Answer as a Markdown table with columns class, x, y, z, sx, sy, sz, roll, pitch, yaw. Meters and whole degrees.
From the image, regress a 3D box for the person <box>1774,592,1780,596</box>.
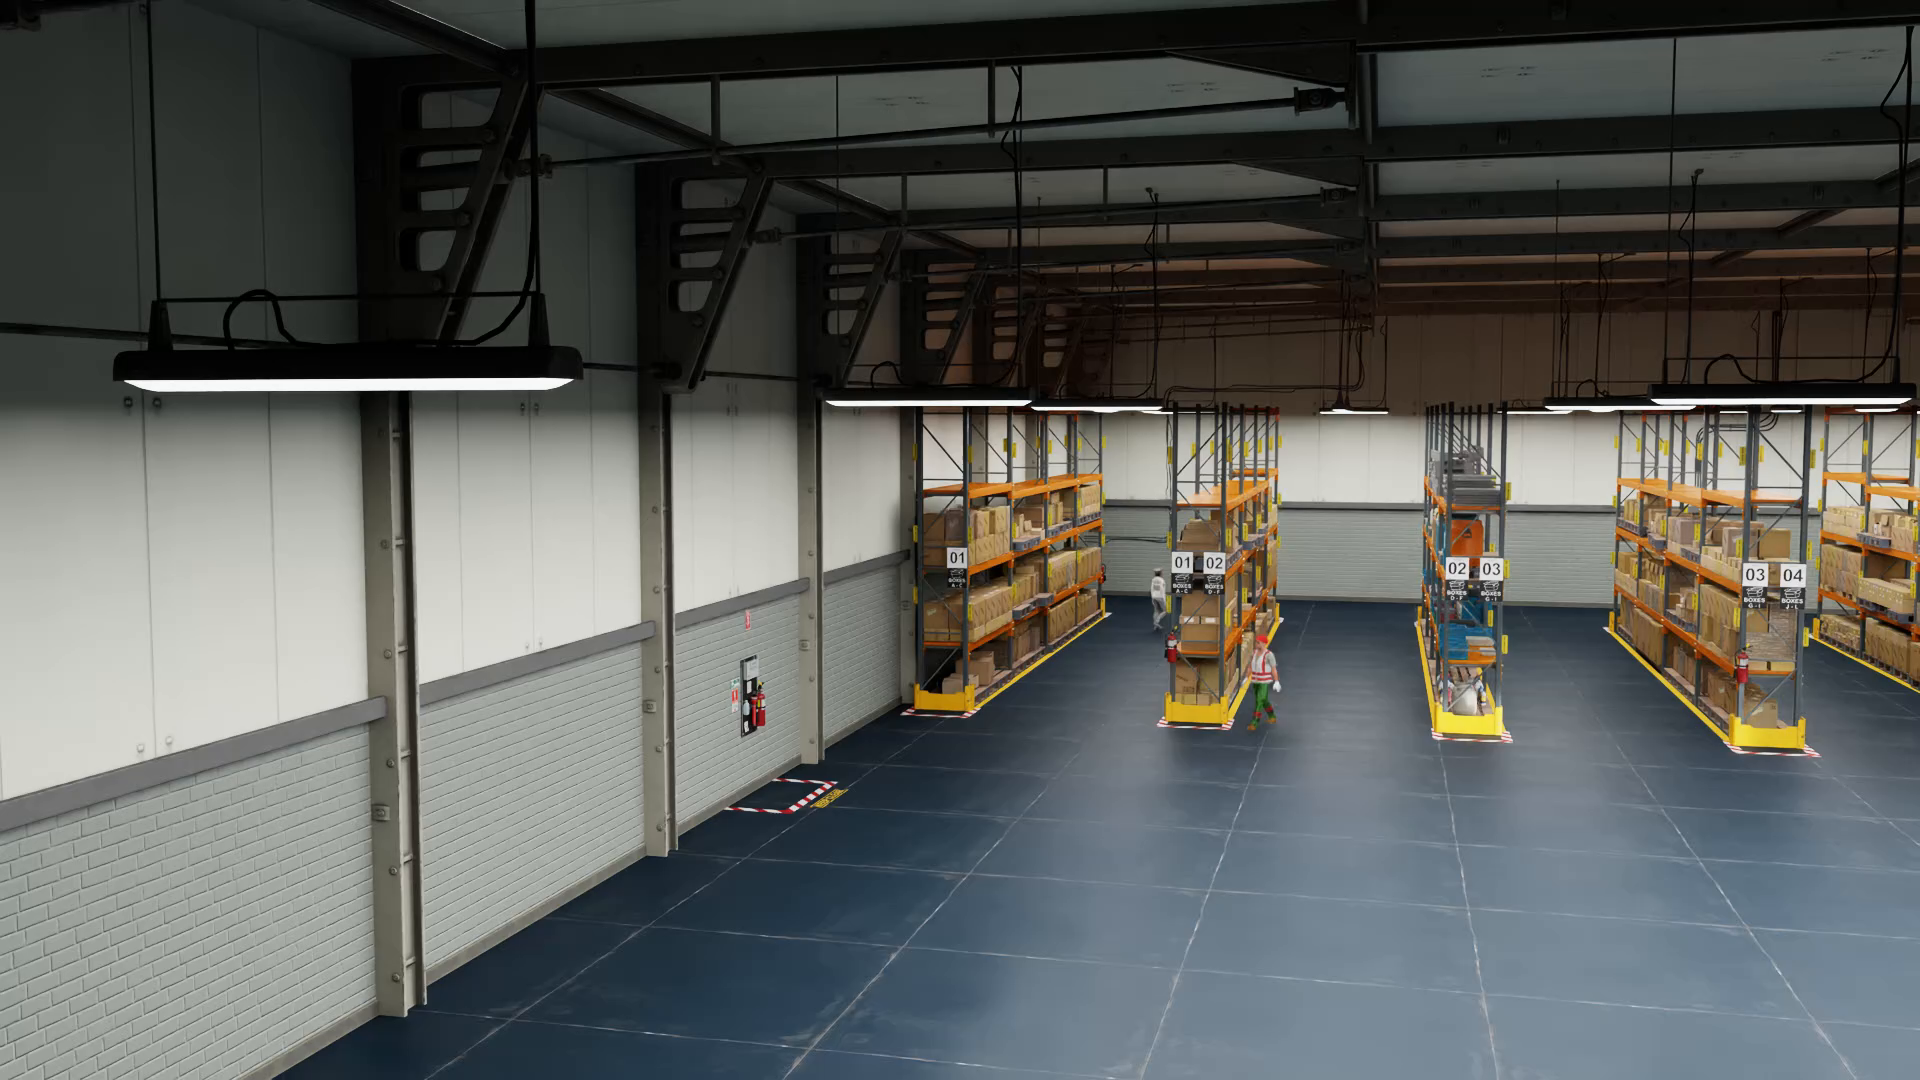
| class | x | y | z | sx | sy | sz | roll | pitch | yaw |
| --- | --- | --- | --- | --- | --- | --- | --- | --- | --- |
| person | 21.688 | 1.613 | 43.946 | 0.552 | 1.840 | 0.621 | -2 | 5 | -24 |

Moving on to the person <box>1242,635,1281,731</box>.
| class | x | y | z | sx | sy | sz | roll | pitch | yaw |
| --- | --- | --- | --- | --- | --- | --- | --- | --- | --- |
| person | 5.500 | 2.598 | 30.472 | 1.120 | 1.729 | 0.643 | -4 | 6 | -43 |

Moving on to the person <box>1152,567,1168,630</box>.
| class | x | y | z | sx | sy | sz | roll | pitch | yaw |
| --- | --- | --- | --- | --- | --- | --- | --- | --- | --- |
| person | 5.310 | 1.579 | 44.639 | 0.432 | 1.687 | 0.505 | -3 | 5 | -34 |
